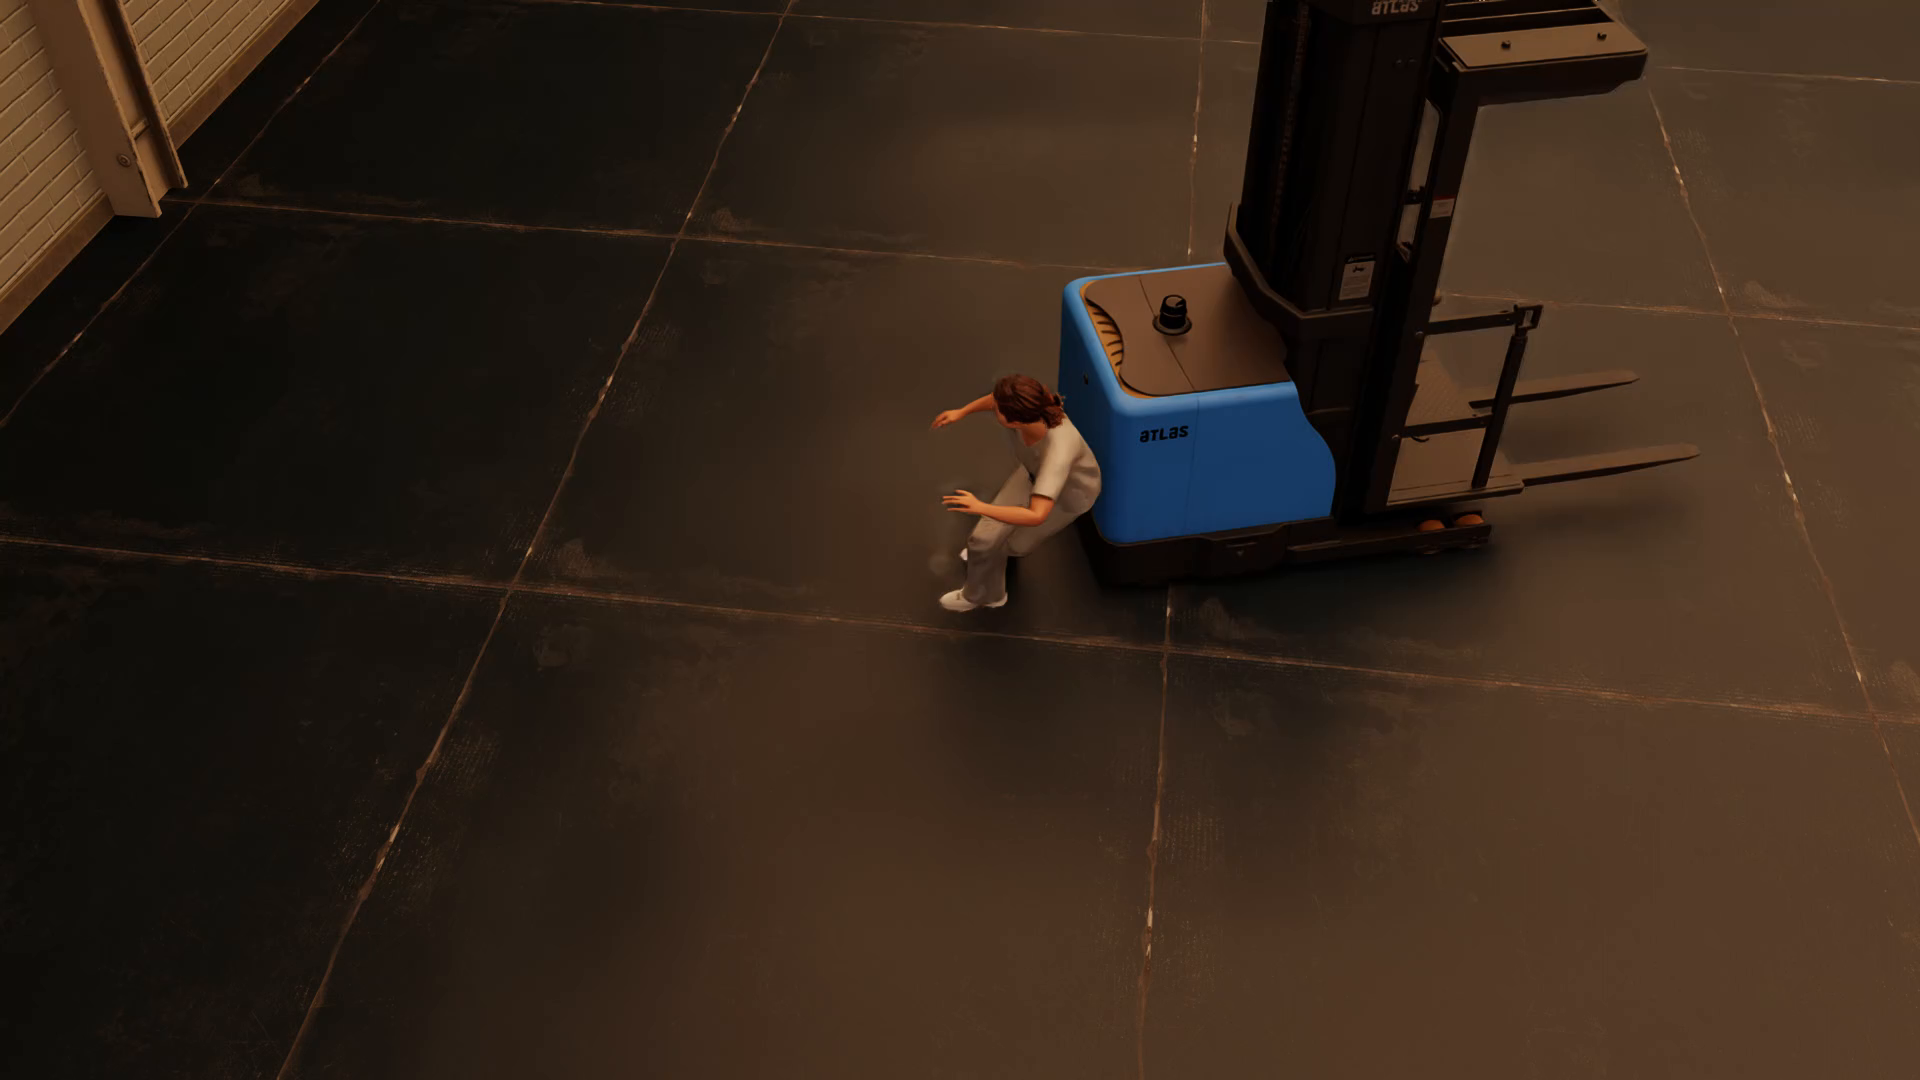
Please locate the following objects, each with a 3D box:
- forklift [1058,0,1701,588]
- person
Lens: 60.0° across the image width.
[{"bbox_3d":[2.024,-1.357,7.202,3.031,2.935,1.130,-8,43,-8],"label":"forklift"},{"bbox_3d":[0.168,-0.186,7.029,0.819,1.431,0.880,-31,51,-29],"label":"person"}]
